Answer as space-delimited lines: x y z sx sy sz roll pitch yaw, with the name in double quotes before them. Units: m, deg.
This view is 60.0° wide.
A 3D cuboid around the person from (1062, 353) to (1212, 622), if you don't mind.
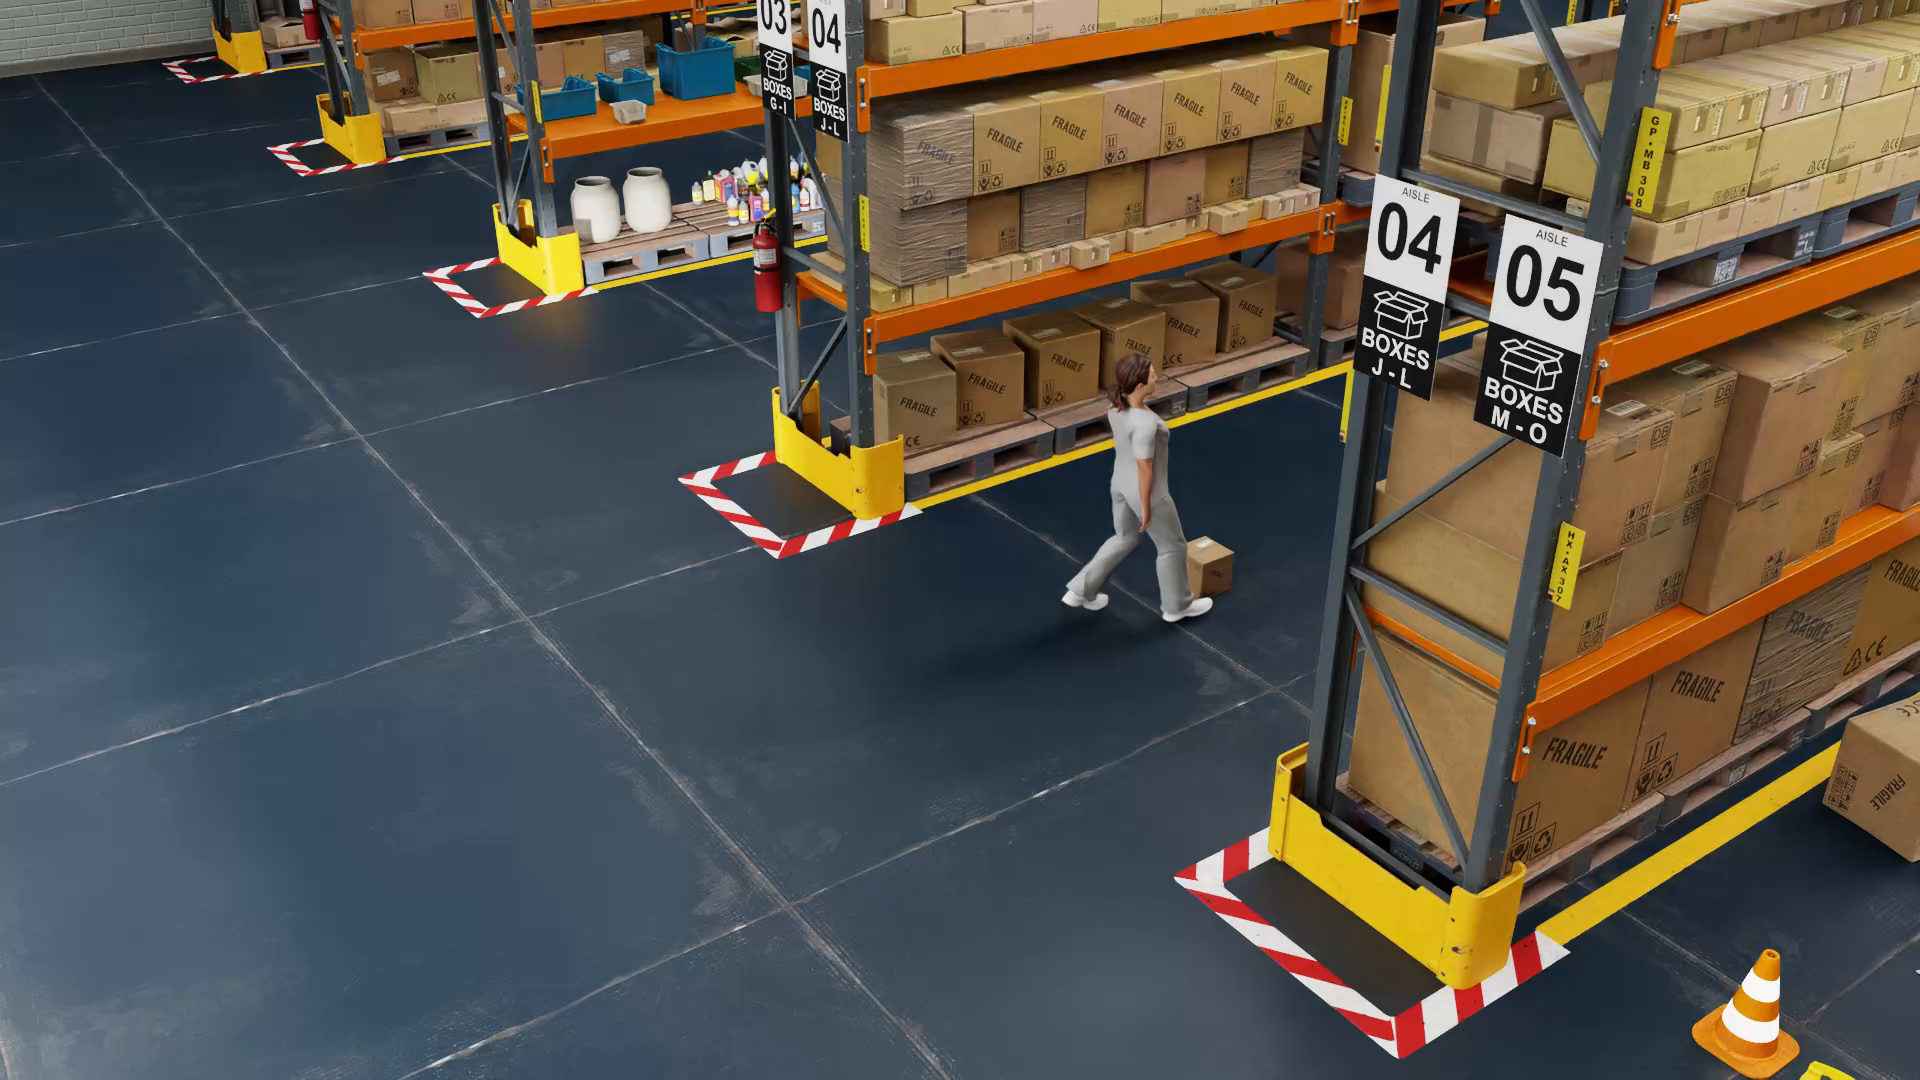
"person" 1.009 -0.277 9.136 0.857 1.638 0.446 -13 31 -22
